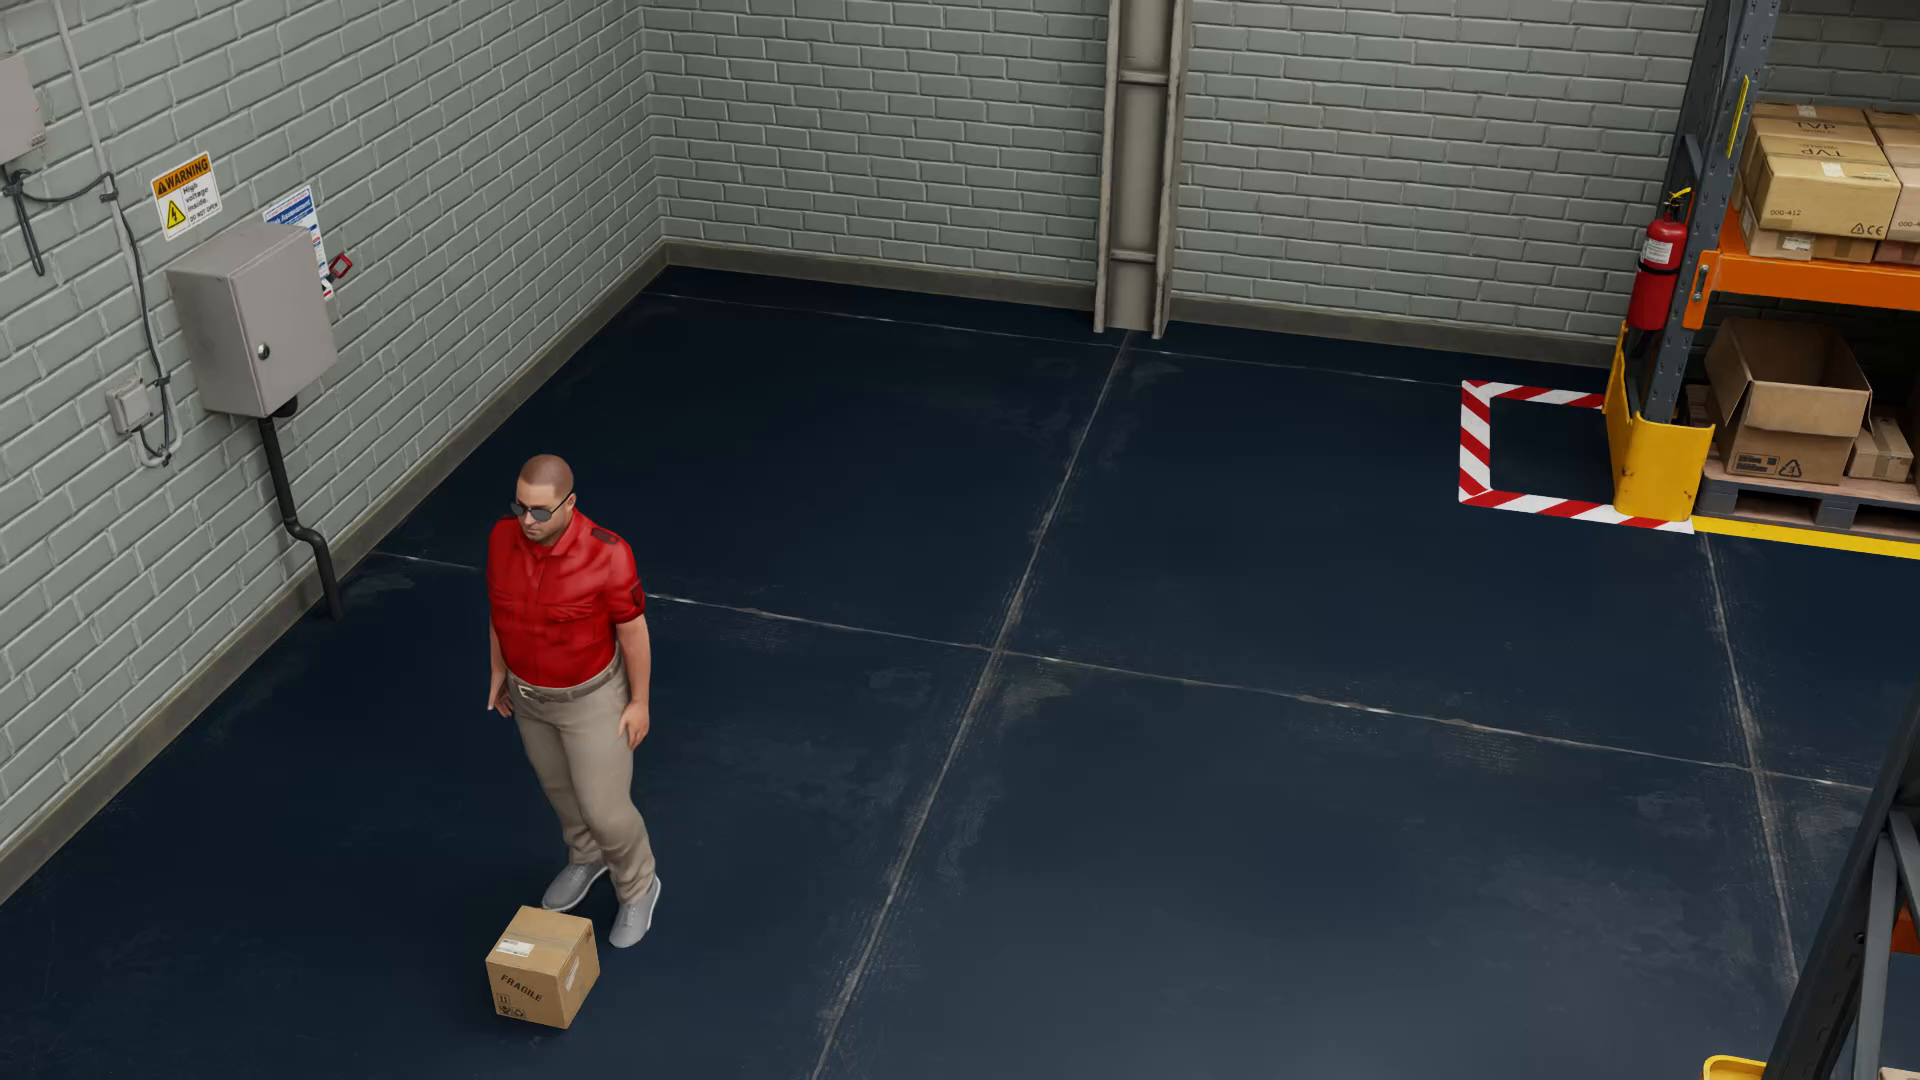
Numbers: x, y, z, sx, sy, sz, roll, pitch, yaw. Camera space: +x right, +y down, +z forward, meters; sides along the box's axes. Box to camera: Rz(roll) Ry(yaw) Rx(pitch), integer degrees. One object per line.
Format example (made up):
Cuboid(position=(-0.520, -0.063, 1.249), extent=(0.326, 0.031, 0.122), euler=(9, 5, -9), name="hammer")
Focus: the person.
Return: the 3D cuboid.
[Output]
Cuboid(position=(-1.287, 0.531, 5.368), extent=(0.573, 1.791, 0.409), euler=(14, 35, 20), name="person")
